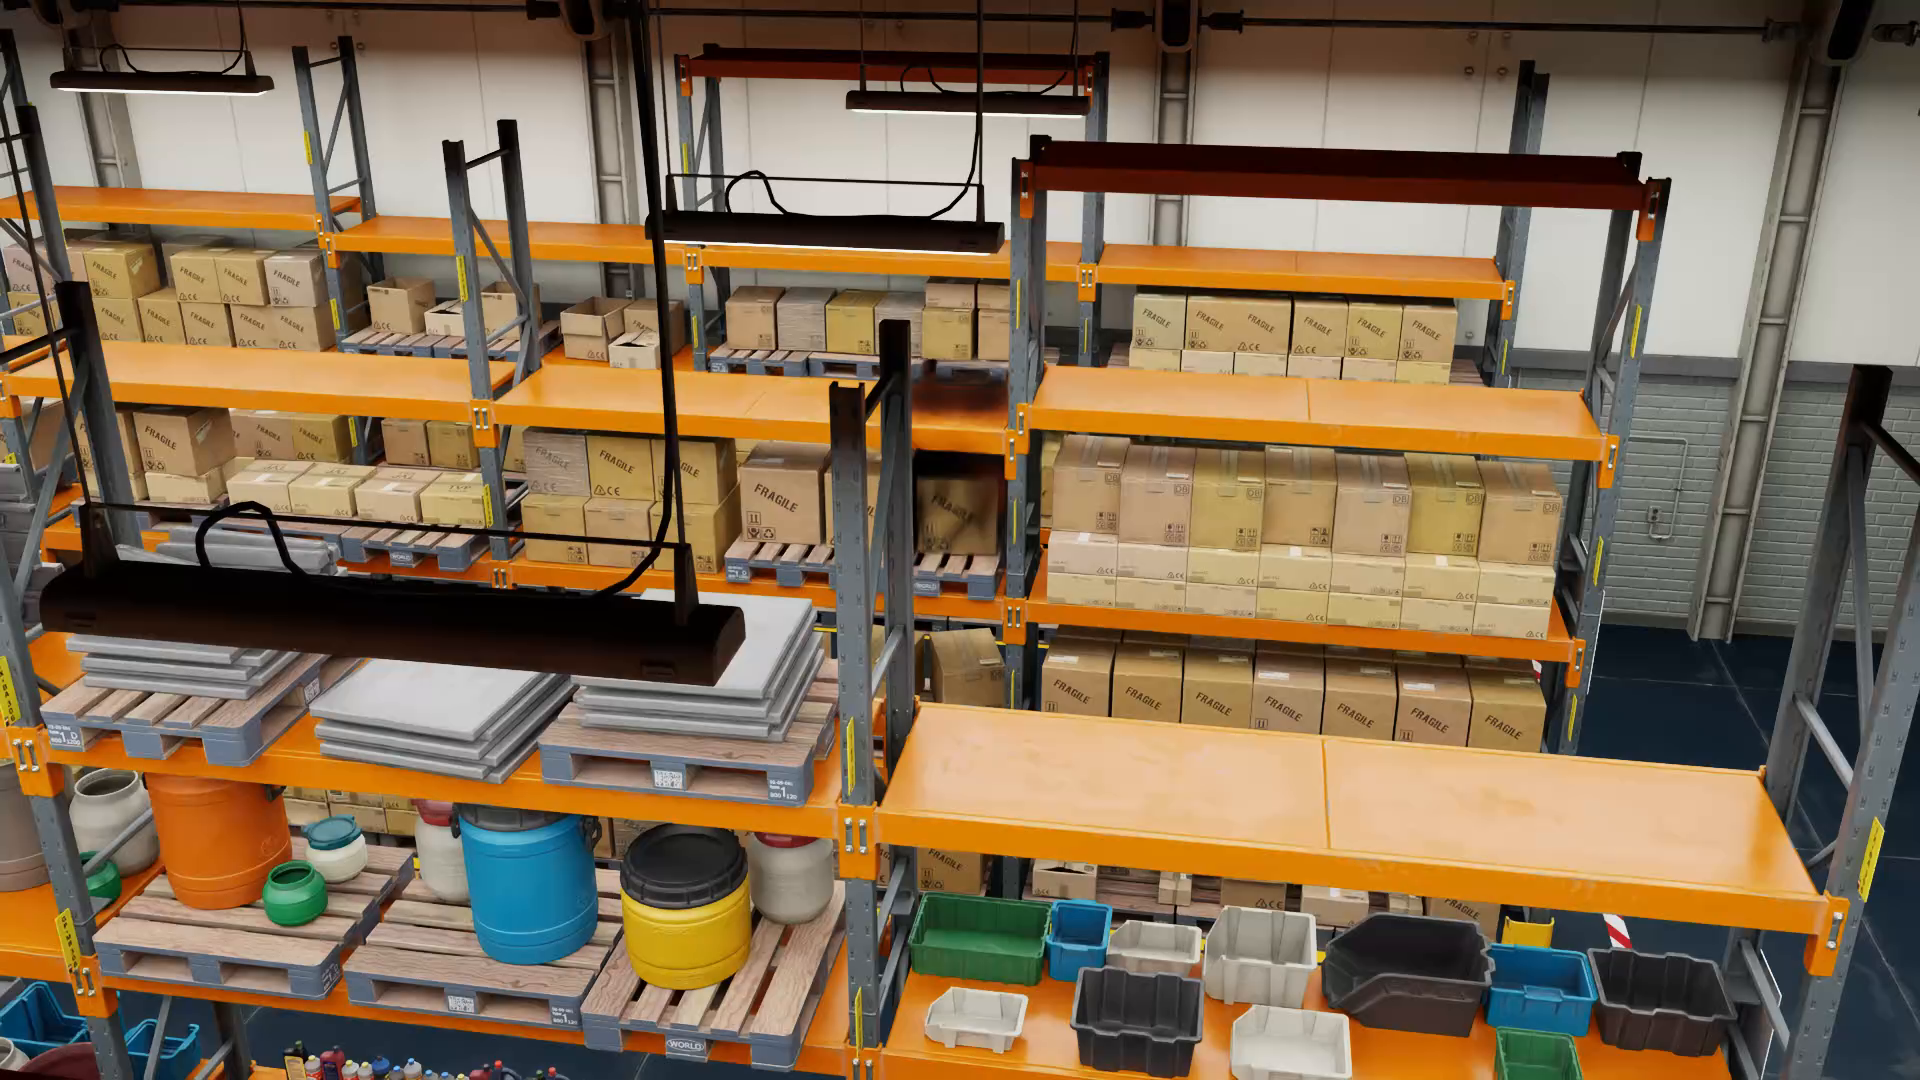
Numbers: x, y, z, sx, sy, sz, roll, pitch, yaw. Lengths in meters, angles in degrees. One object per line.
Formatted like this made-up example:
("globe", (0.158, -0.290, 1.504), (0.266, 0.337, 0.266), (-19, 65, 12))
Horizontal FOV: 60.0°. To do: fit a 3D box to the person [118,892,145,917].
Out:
("person", (-6.380, 2.332, 12.822), (0.463, 1.613, 0.341), (-2, 23, -4))
